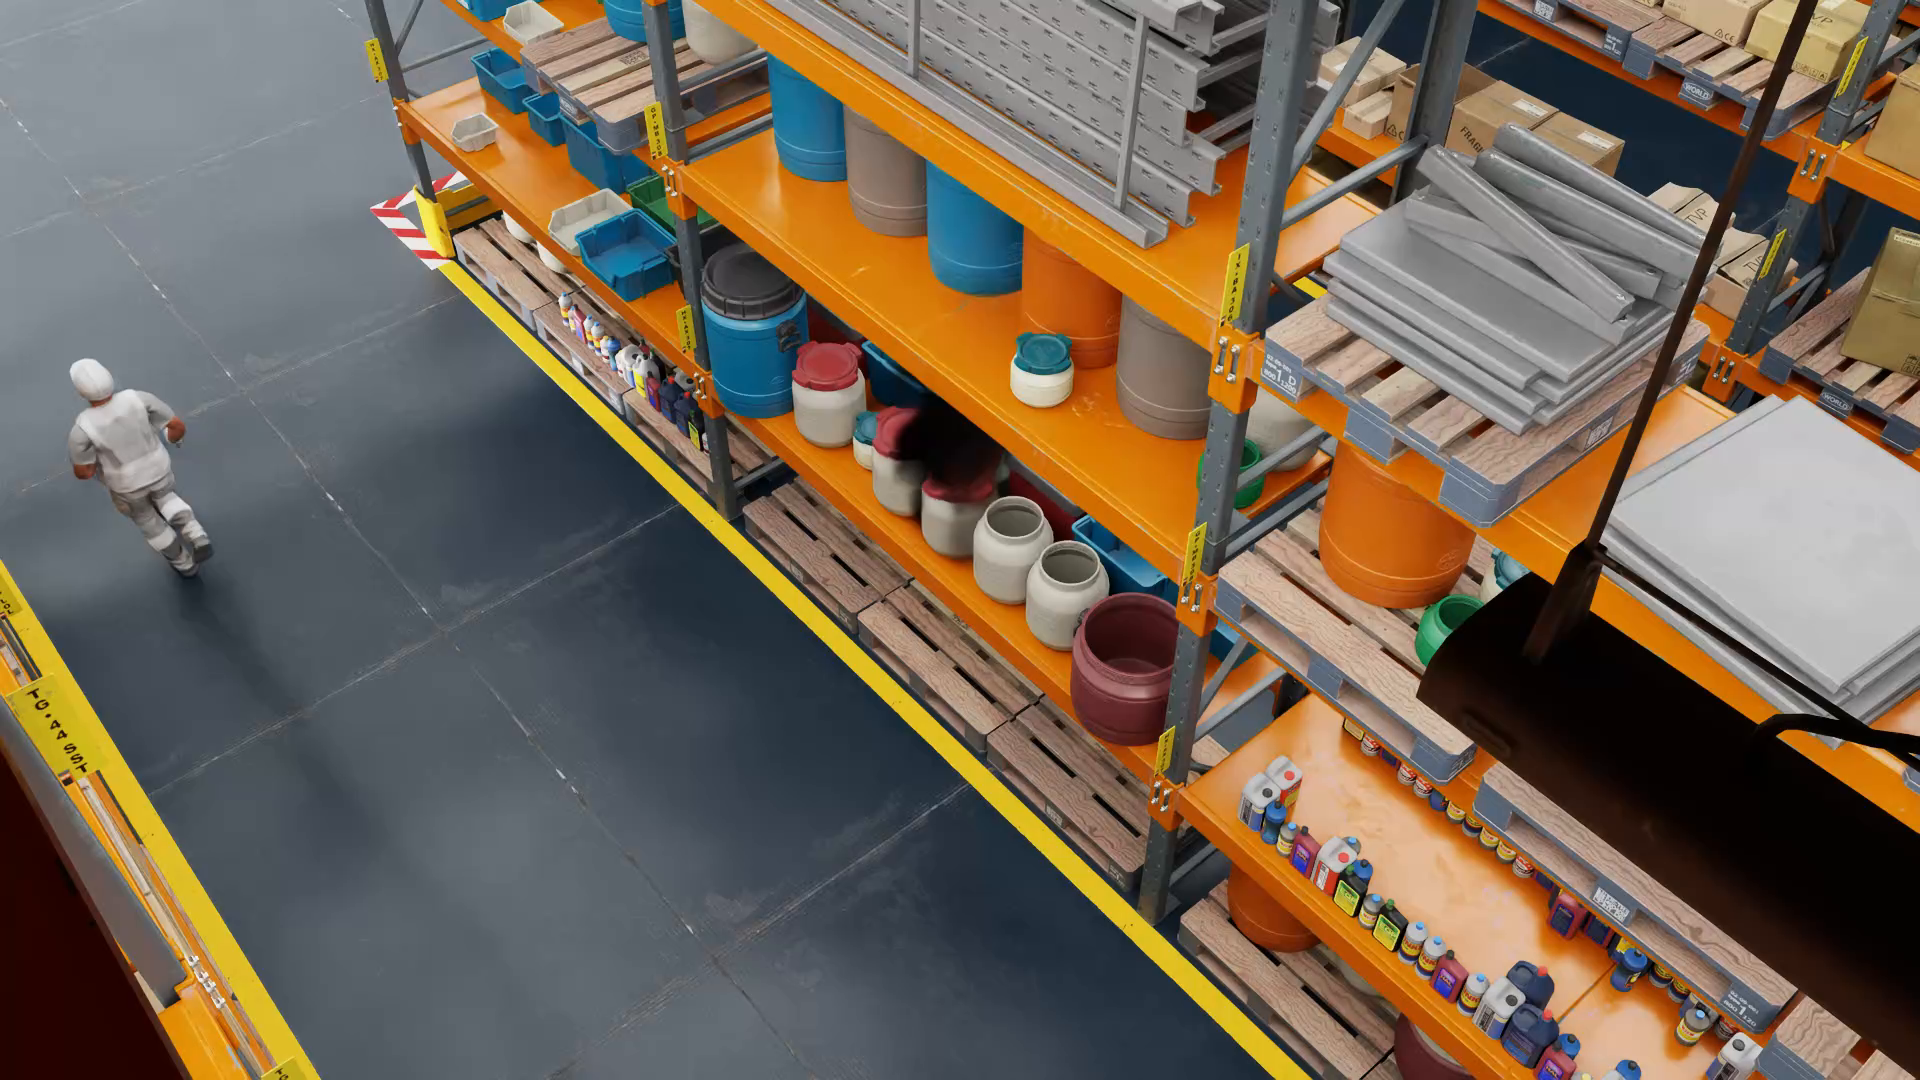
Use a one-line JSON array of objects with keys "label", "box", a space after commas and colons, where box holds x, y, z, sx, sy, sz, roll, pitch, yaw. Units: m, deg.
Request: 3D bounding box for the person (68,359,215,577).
[{"label": "person", "box": [-5.015, -0.408, 10.161, 0.662, 1.737, 0.600, -35, 56, -29]}]
